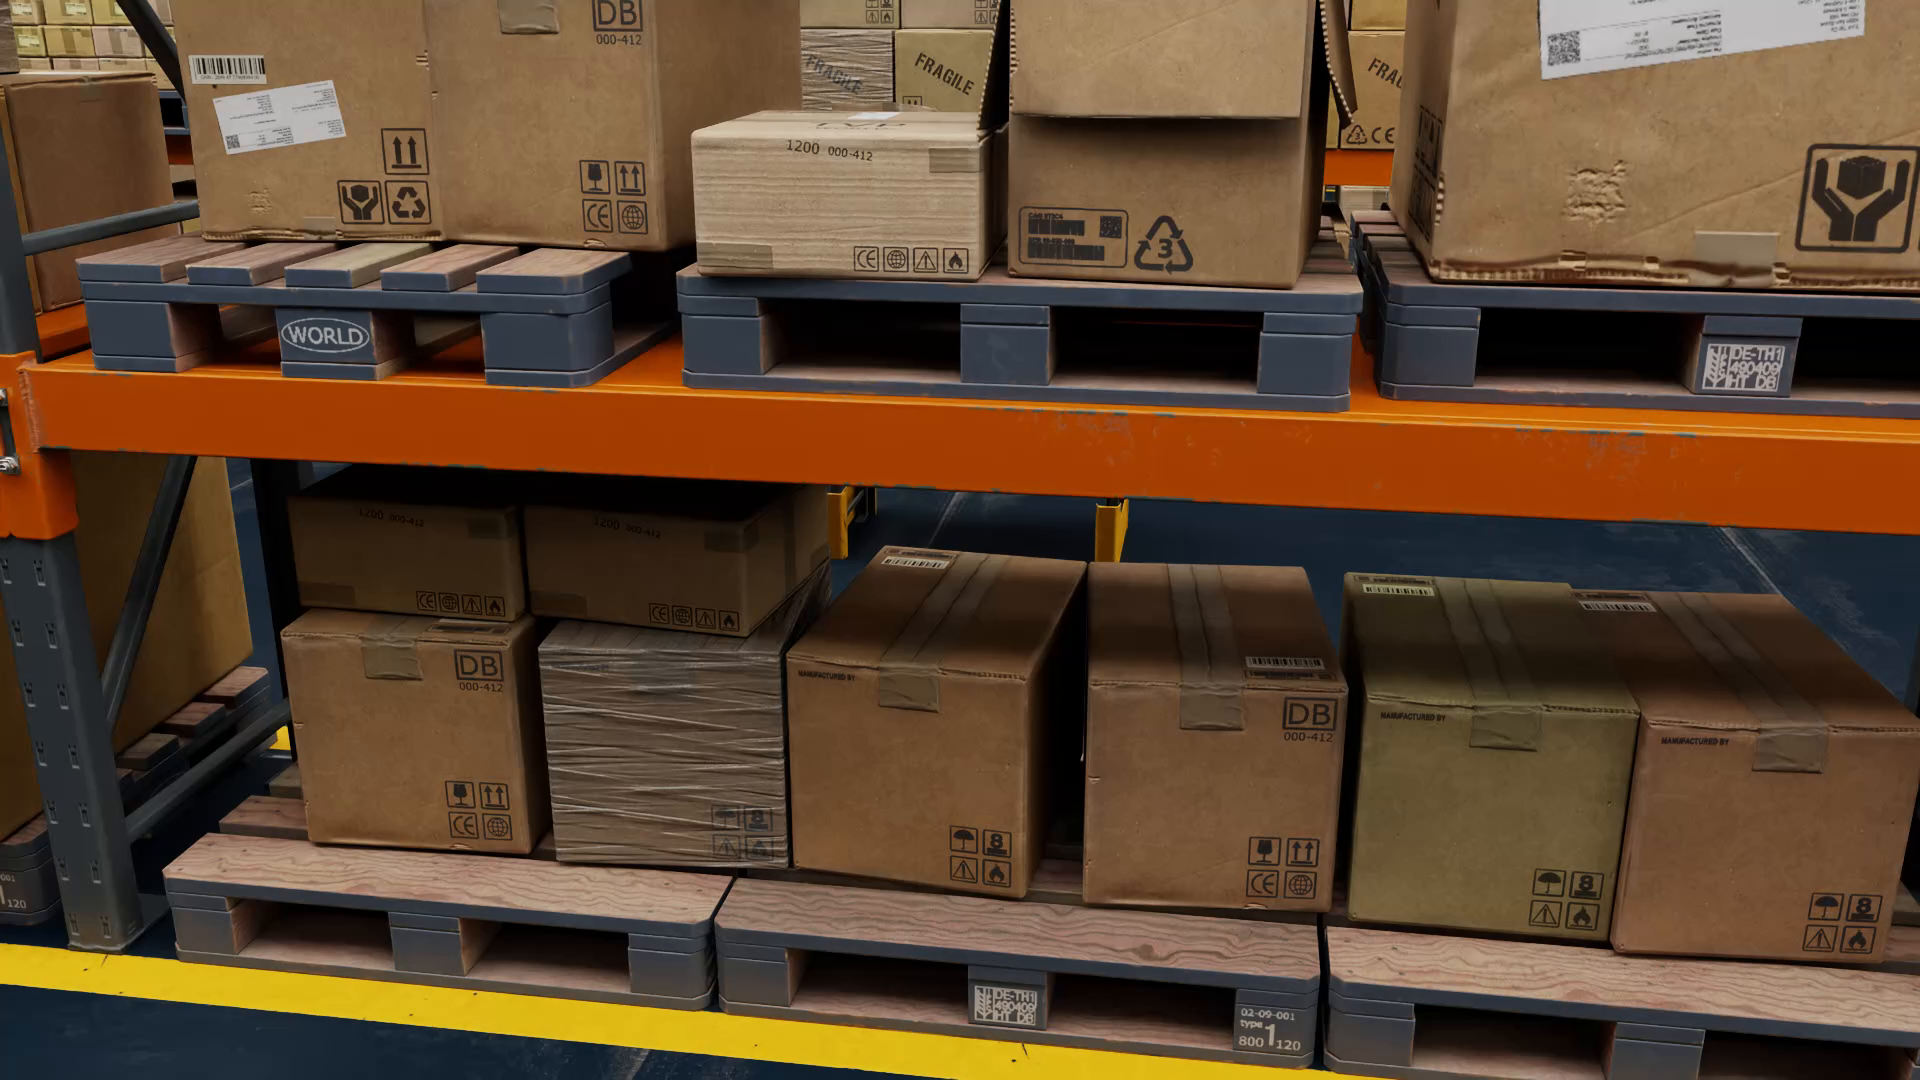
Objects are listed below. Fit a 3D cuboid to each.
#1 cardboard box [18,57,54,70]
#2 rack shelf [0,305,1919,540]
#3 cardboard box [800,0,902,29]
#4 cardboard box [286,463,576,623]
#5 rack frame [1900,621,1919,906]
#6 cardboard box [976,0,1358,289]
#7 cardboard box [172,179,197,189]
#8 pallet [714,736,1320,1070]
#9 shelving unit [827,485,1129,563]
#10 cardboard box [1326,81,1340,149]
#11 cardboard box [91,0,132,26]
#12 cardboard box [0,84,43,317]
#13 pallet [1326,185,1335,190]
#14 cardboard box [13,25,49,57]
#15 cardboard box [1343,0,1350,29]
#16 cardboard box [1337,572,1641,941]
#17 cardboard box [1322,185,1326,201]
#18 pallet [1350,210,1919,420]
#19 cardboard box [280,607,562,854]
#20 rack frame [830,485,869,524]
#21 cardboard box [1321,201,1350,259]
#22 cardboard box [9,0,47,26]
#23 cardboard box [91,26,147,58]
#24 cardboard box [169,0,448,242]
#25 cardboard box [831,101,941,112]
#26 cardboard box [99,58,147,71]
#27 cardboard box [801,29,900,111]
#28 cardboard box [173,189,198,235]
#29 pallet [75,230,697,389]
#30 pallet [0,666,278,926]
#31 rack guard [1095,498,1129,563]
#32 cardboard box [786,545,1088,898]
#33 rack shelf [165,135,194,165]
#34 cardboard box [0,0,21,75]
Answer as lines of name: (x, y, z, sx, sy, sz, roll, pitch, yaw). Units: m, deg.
cardboard box: (-4.549, -2.346, 8.323, 0.250, 0.149, 0.380, 2, 19, 6)
rack shelf: (0.172, -0.238, 3.422, 4.000, 0.370, 1.077, 3, 19, 9)
cardboard box: (-0.474, -2.725, 7.986, 0.500, 0.500, 0.700, 3, 19, 8)
cardboard box: (-1.136, -0.035, 3.744, 0.500, 0.250, 0.500, 4, 19, 11)
rack frame: (2.147, -0.479, 3.007, 0.127, 3.000, 1.000, 3, 19, 9)
cardboard box: (0.421, -0.785, 3.098, 0.637, 0.503, 0.797, 5, 19, 14)
cardboard box: (-4.090, -1.841, 9.175, 0.500, 0.250, 0.500, 2, 19, 7)
pallet: (0.170, 0.744, 3.747, 1.213, 0.211, 1.003, 3, 19, 9)
shelving unit: (0.075, -0.707, 6.054, 1.083, 1.500, 0.587, 3, 19, 9)
cardboard box: (1.478, -2.069, 7.600, 0.500, 0.500, 0.500, 3, 19, 9)
cardboard box: (-4.020, -2.603, 8.151, 0.250, 0.149, 0.380, 3, 19, 9)
cardboard box: (-2.329, -0.675, 3.435, 0.500, 0.500, 0.500, 4, 19, 10)
pallet: (3.769, -3.841, 17.451, 1.213, 0.211, 1.003, 3, 19, 9)
cardboard box: (-4.549, -2.488, 8.276, 0.250, 0.149, 0.380, 3, 19, 10)
cardboard box: (1.535, -2.623, 7.683, 0.500, 0.500, 0.700, 3, 19, 9)
cardboard box: (1.076, 0.430, 3.536, 0.500, 0.500, 0.700, 3, 19, 8)
cardboard box: (2.490, -2.597, 12.818, 0.625, 0.372, 0.950, 4, 19, 12)
pallet: (1.416, -0.472, 3.289, 1.213, 0.211, 1.003, 3, 19, 9)
cardboard box: (-1.138, 0.324, 3.854, 0.500, 0.500, 0.700, 2, 19, 6)
rack frame: (-0.418, -0.733, 6.129, 0.032, 1.500, 0.500, 3, 19, 9)
cardboard box: (1.455, -1.213, 8.084, 0.750, 0.750, 1.050, 3, 19, 9)
cardboard box: (-4.549, -2.629, 8.228, 0.250, 0.149, 0.380, 4, 19, 11)
cardboard box: (-4.038, -2.462, 8.200, 0.250, 0.149, 0.380, 3, 19, 10)
cardboard box: (-1.263, -0.912, 3.483, 0.500, 0.500, 0.500, 1, 19, 2)
cardboard box: (-0.113, -0.816, 3.566, 0.258, 0.266, 0.396, 2, 19, 7)
cardboard box: (-4.028, -2.321, 8.245, 0.250, 0.149, 0.380, 3, 19, 9)
cardboard box: (-0.515, -2.169, 7.902, 0.500, 0.500, 0.500, 3, 19, 9)
cardboard box: (-4.177, -1.680, 8.692, 0.500, 0.250, 0.500, 2, 19, 6)
pallet: (-1.082, -0.587, 3.632, 1.003, 0.211, 1.213, 3, 19, 9)
pallet: (-2.569, 0.579, 4.240, 1.213, 0.211, 1.003, 3, 19, 9)
rack guard: (0.567, -0.090, 6.177, 0.087, 0.250, 0.587, 3, 19, 9)
cardboard box: (-0.027, 0.374, 3.703, 0.500, 0.500, 0.700, 5, 19, 13)
rack shelf: (-2.890, -1.989, 8.653, 4.000, 0.370, 1.077, 3, 19, 9)
cardboard box: (-2.522, -1.245, 3.559, 0.637, 0.503, 0.797, 4, 19, 11)
